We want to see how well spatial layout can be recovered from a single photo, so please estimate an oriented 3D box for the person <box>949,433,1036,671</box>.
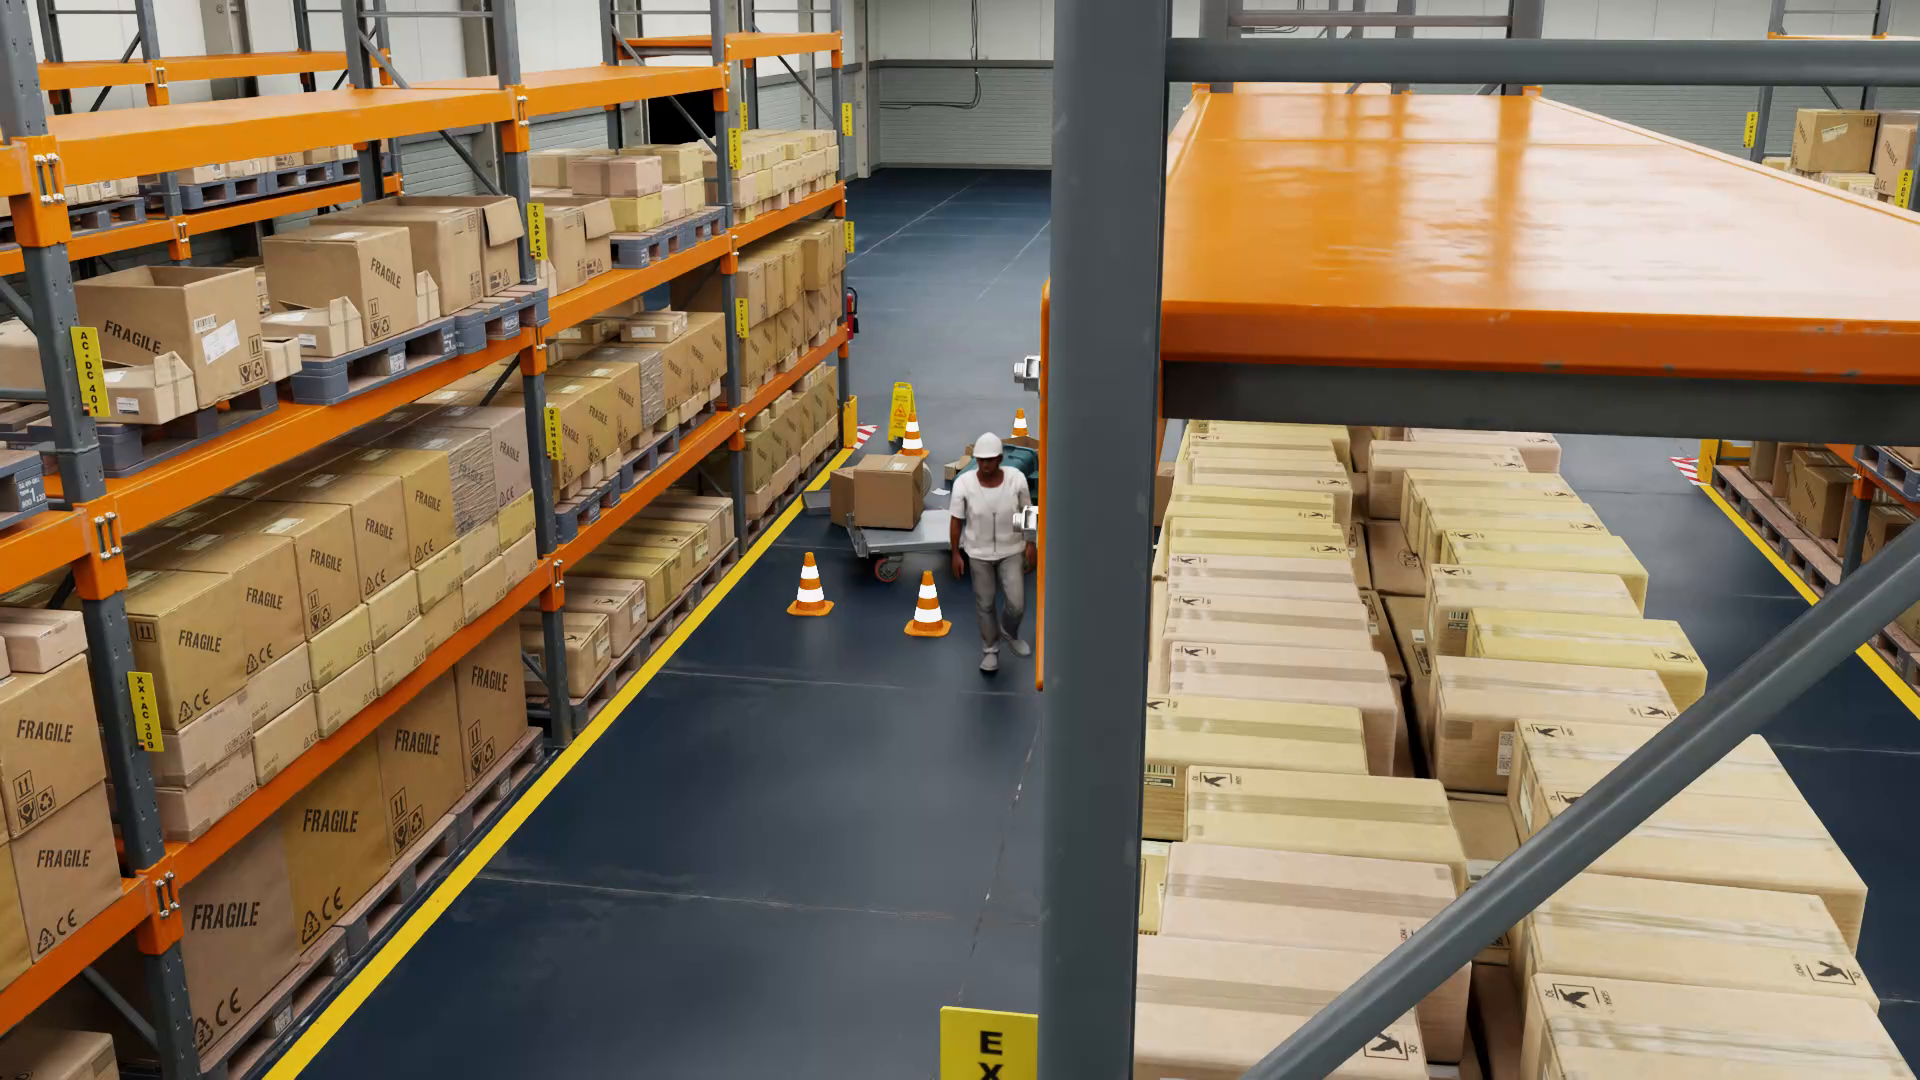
[{"bbox_3d":[0.233,0.088,11.697,0.616,1.754,0.495,0,18,0],"label":"person"}]
